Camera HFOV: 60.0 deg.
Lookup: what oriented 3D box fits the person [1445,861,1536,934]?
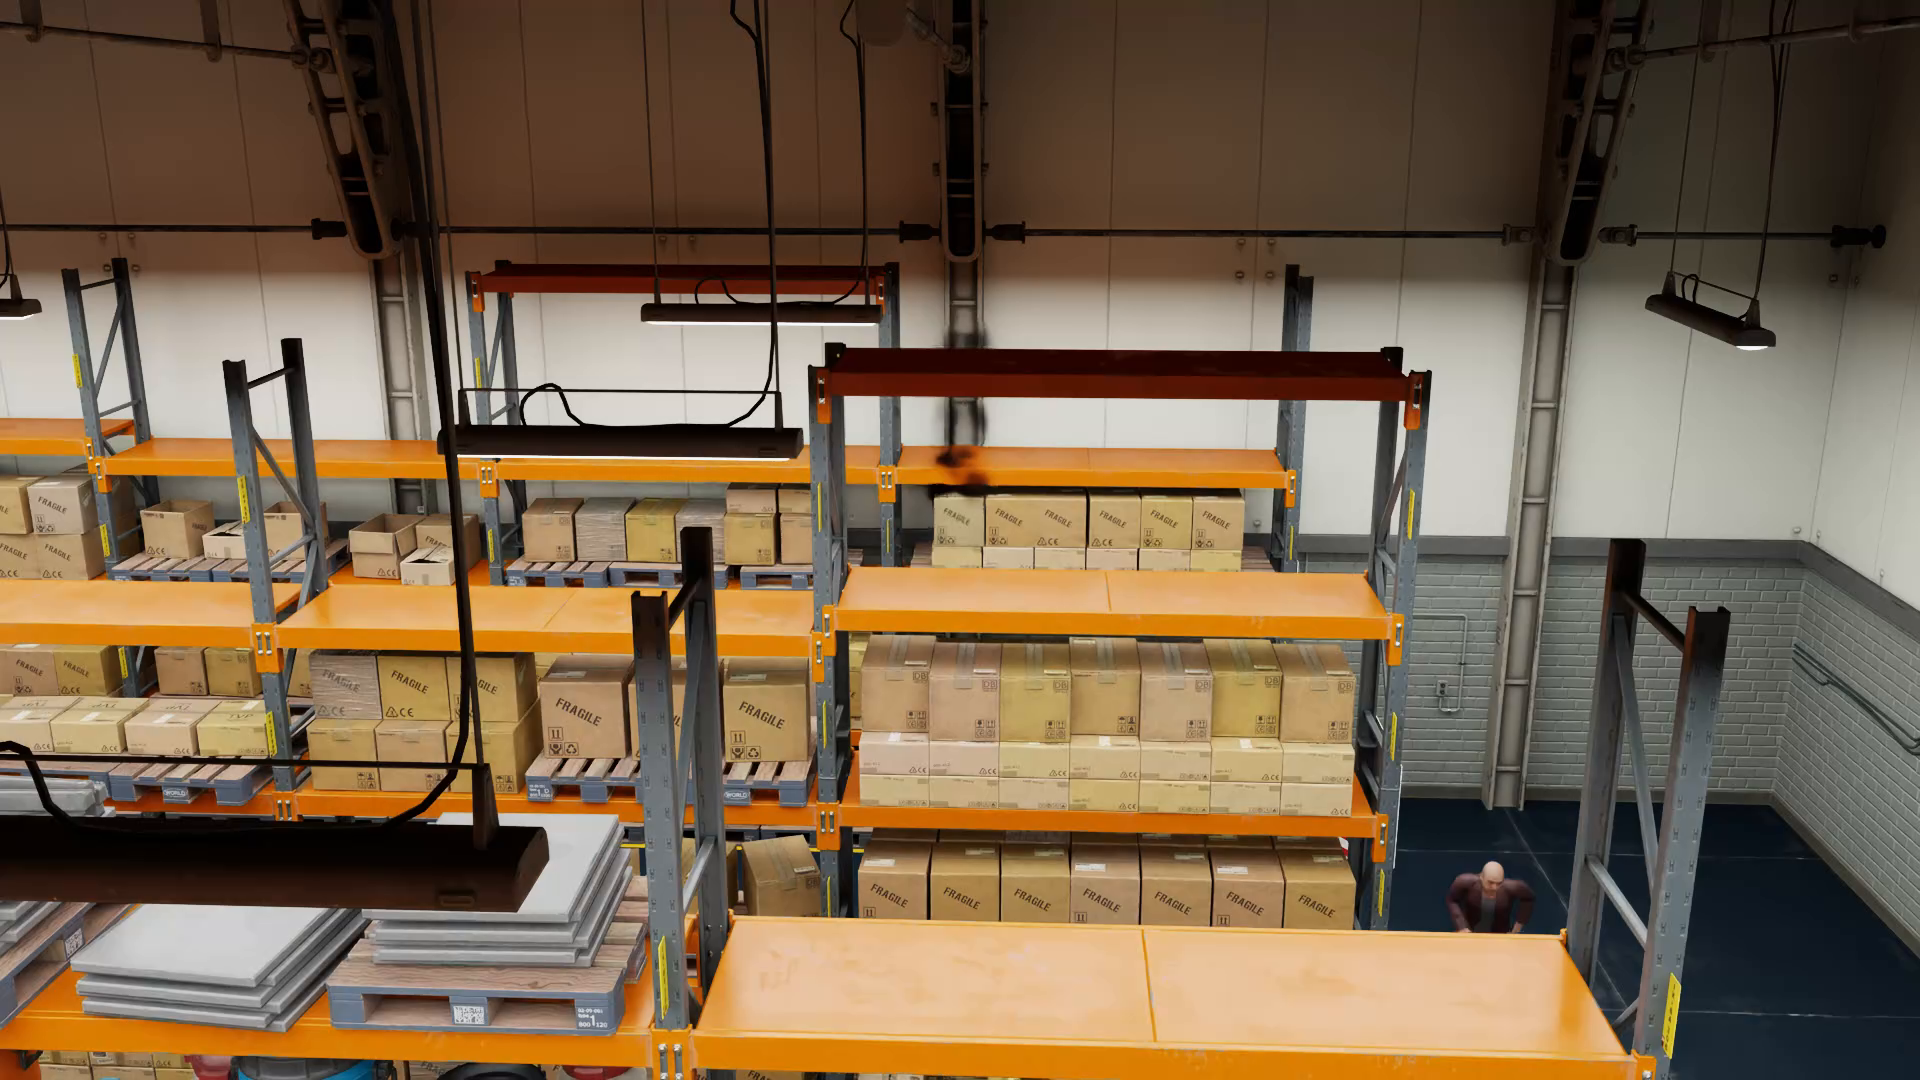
[{"bbox_3d":[4.522,3.345,14.275,0.731,1.596,0.922,4,17,14],"label":"person"}]
